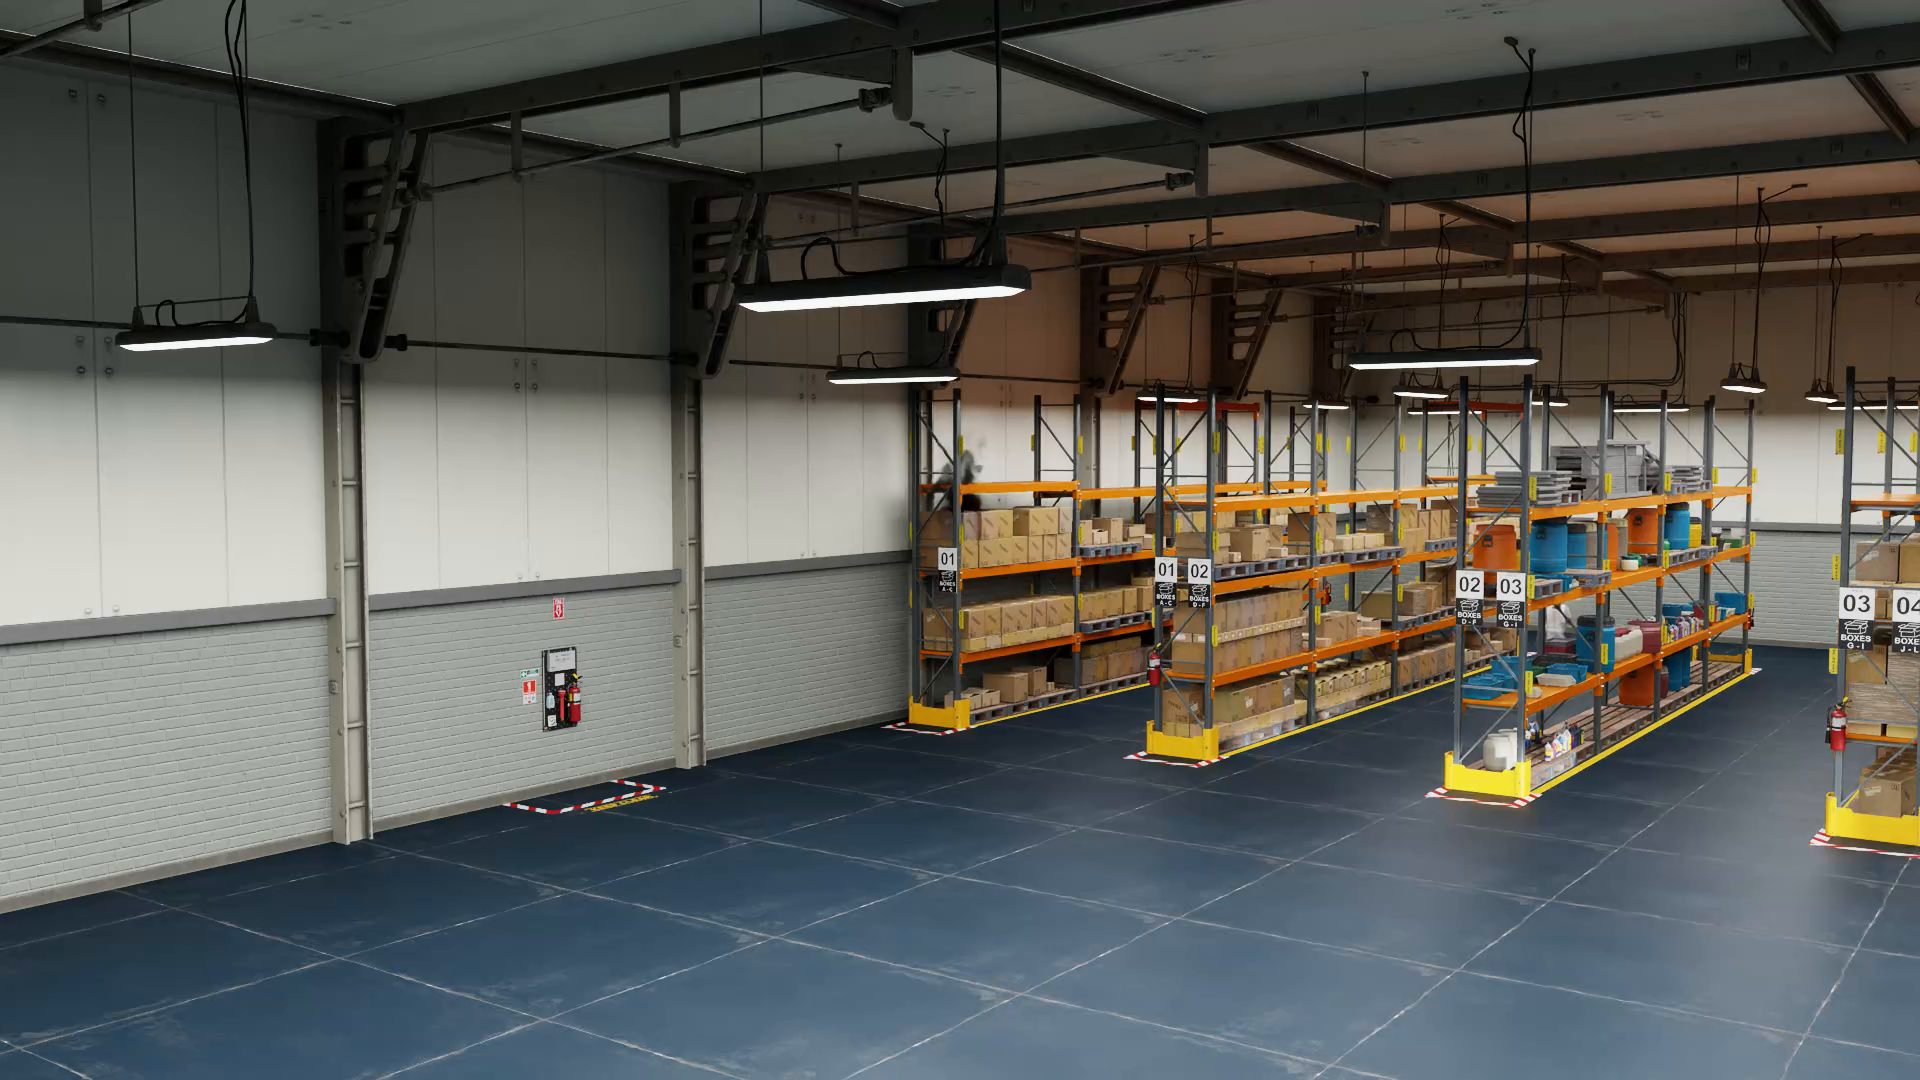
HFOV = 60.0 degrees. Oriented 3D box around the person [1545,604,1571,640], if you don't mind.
[{"bbox_3d":[13.102,2.040,36.561,0.608,1.831,0.912,1,3,20],"label":"person"}]
